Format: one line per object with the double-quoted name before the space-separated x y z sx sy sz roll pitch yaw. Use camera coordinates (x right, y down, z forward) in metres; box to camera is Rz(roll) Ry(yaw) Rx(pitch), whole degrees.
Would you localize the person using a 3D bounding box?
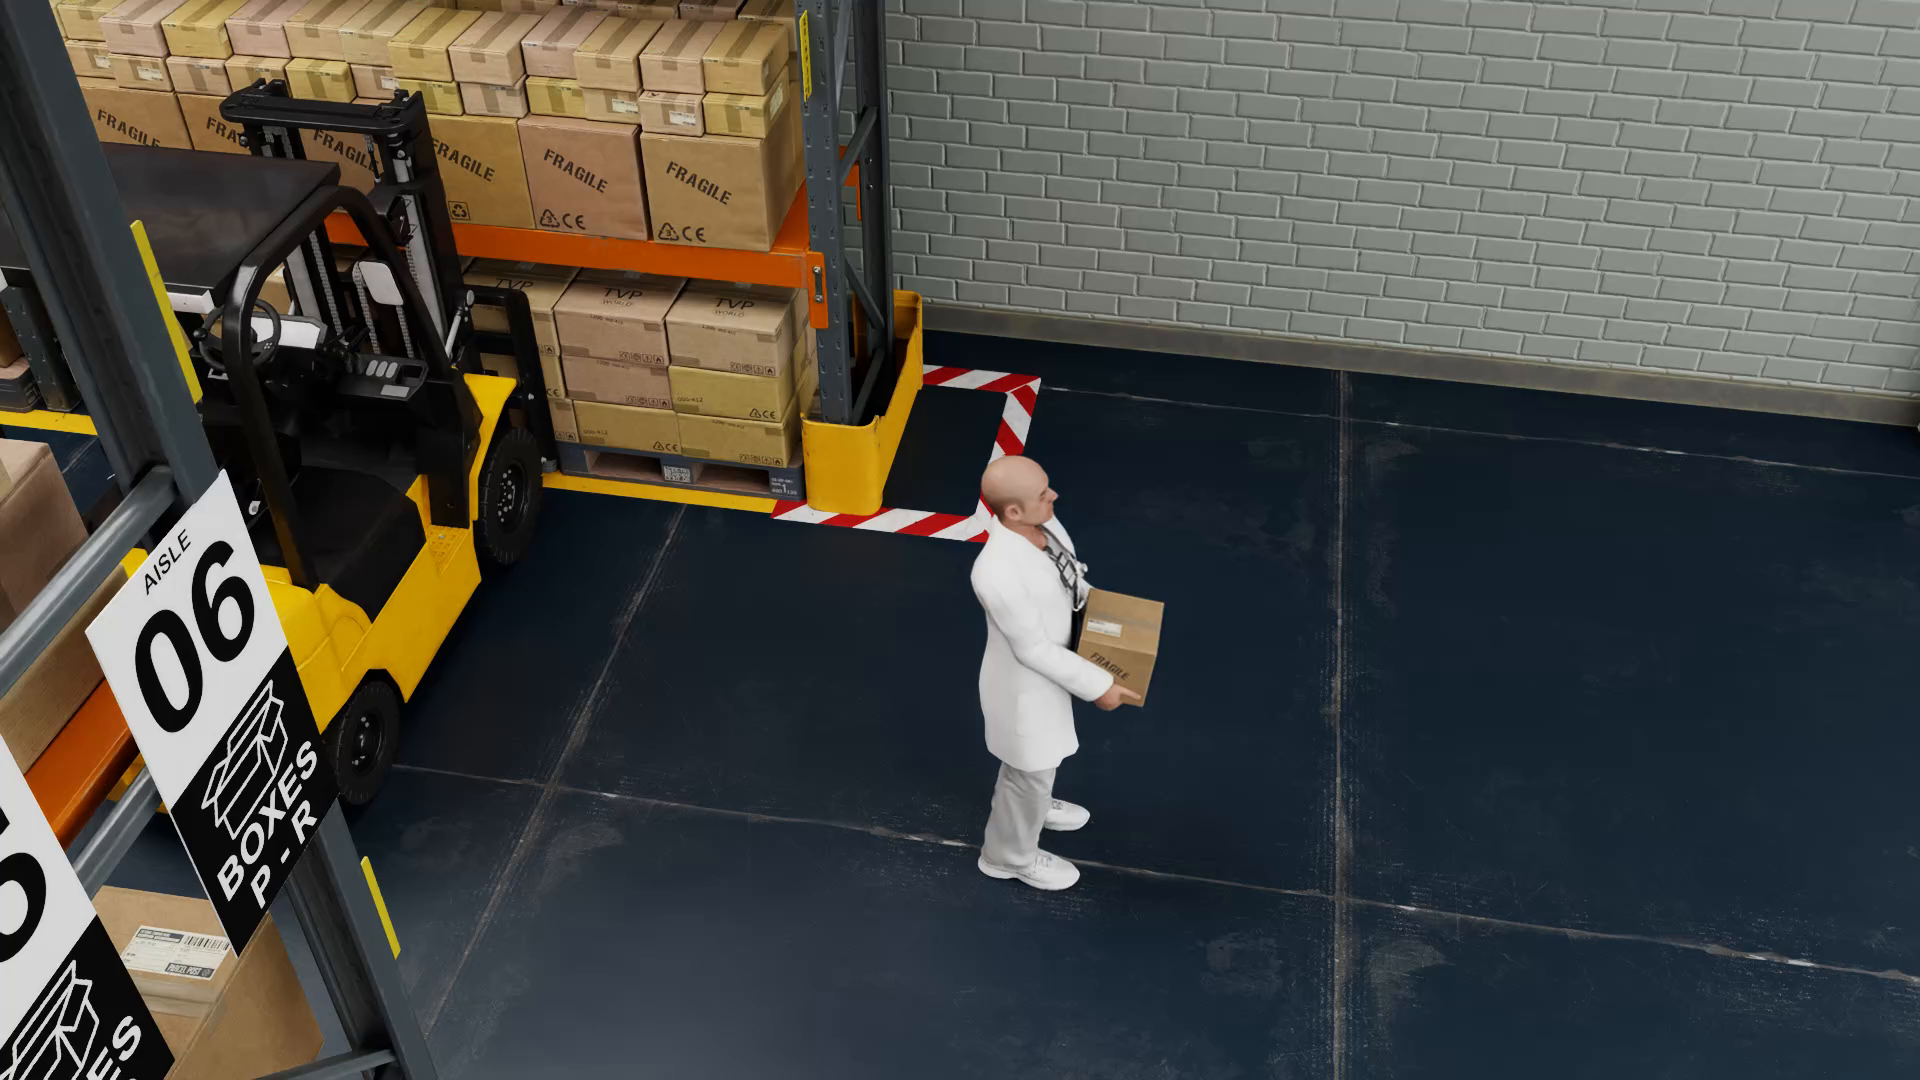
"person" 0.338 0.465 5.619 0.563 1.769 0.529 7 41 8
